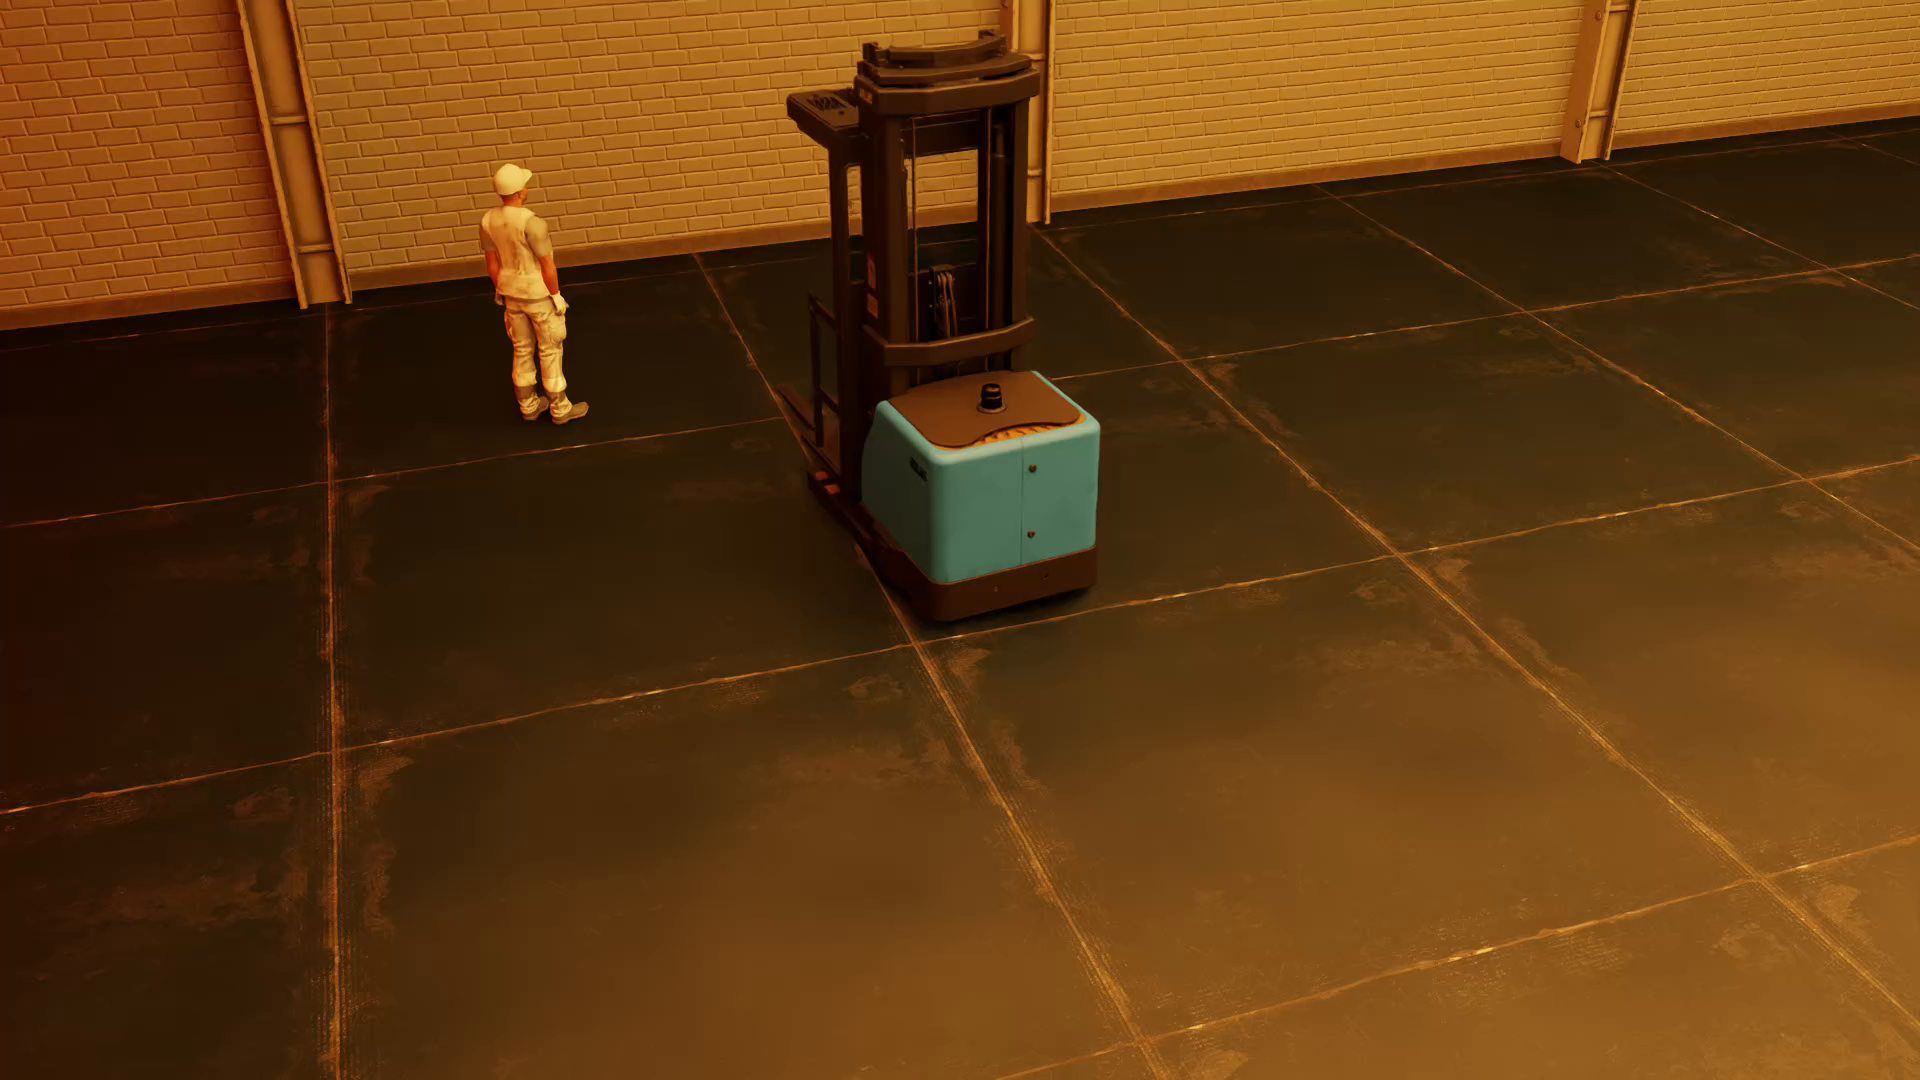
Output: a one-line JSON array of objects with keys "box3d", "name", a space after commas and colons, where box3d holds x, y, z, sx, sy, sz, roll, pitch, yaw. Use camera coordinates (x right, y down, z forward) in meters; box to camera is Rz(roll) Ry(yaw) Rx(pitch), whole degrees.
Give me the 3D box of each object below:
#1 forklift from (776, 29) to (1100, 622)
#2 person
[{"box3d": [-0.311, -1.537, 9.759, 1.130, 2.935, 3.031, -13, 32, -22], "name": "forklift"}, {"box3d": [-2.858, -1.636, 11.076, 0.535, 1.794, 0.374, 11, 32, 18], "name": "person"}]
